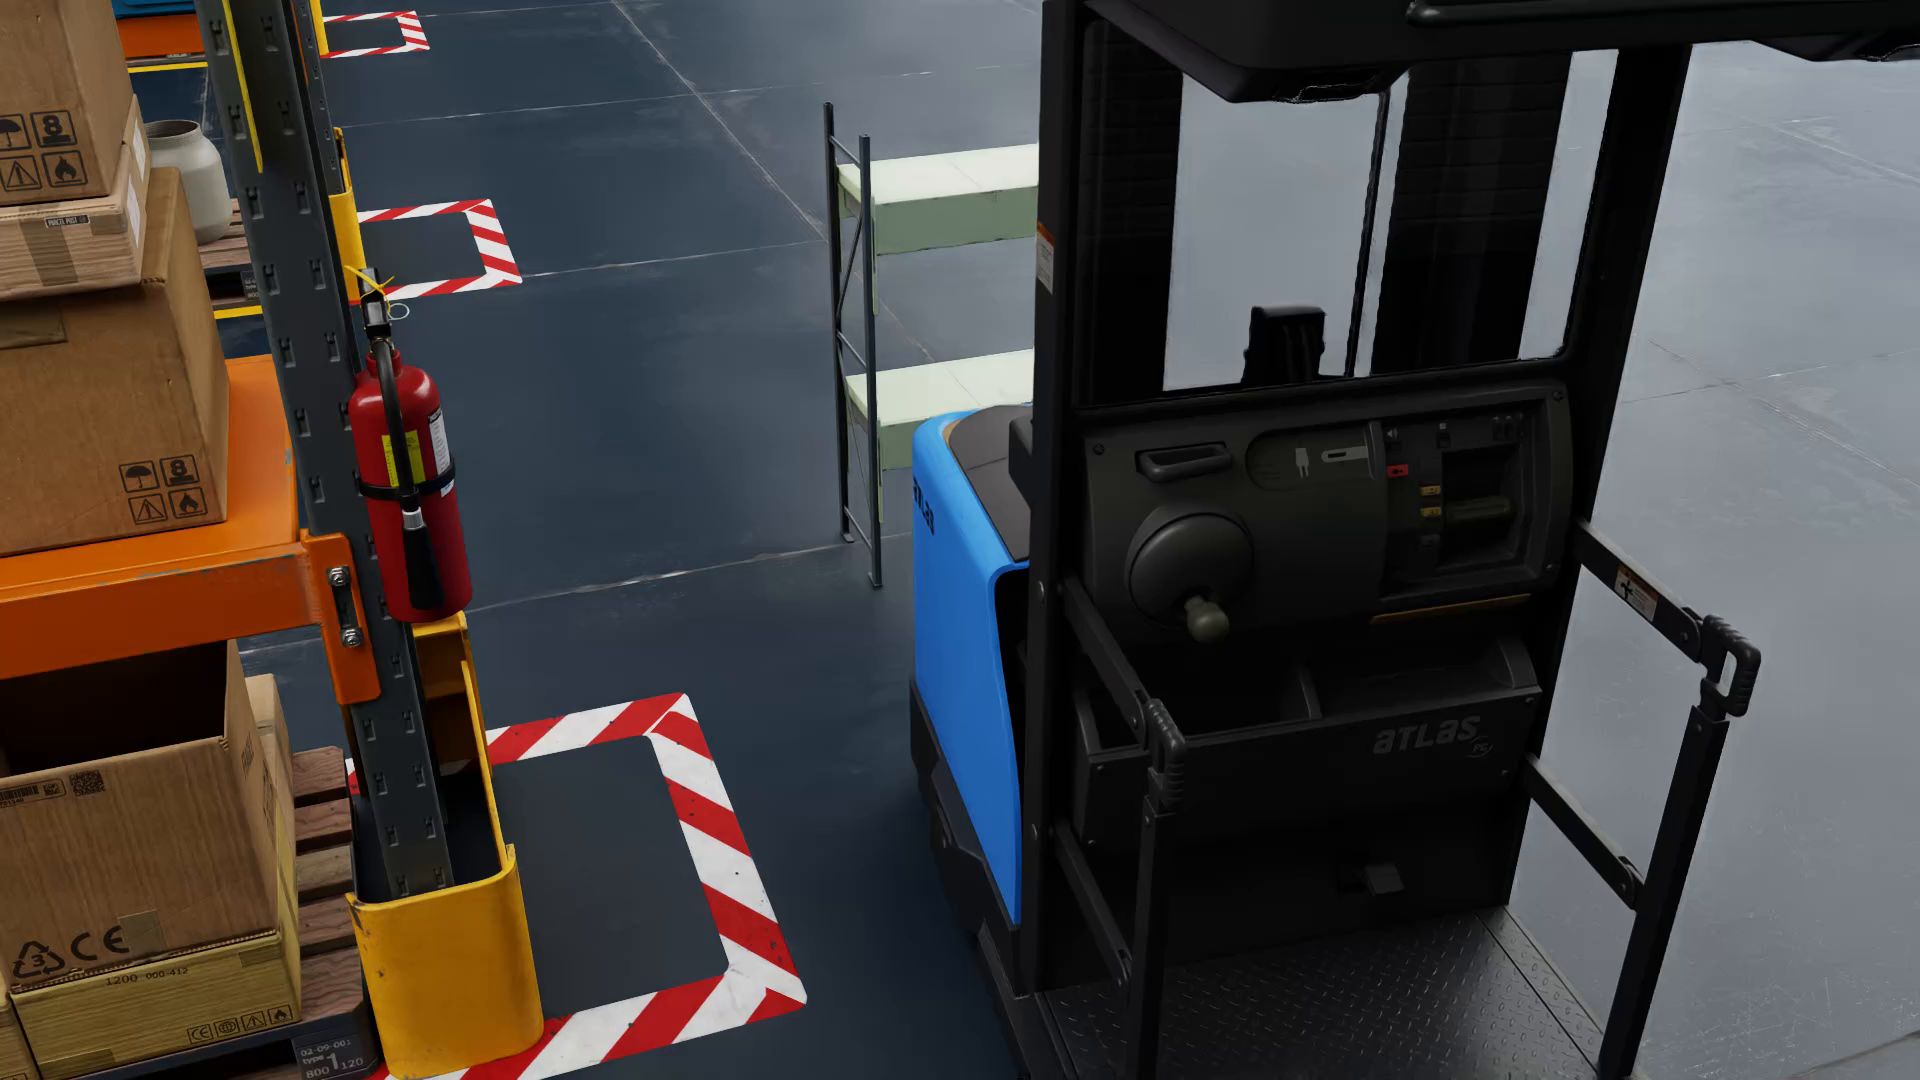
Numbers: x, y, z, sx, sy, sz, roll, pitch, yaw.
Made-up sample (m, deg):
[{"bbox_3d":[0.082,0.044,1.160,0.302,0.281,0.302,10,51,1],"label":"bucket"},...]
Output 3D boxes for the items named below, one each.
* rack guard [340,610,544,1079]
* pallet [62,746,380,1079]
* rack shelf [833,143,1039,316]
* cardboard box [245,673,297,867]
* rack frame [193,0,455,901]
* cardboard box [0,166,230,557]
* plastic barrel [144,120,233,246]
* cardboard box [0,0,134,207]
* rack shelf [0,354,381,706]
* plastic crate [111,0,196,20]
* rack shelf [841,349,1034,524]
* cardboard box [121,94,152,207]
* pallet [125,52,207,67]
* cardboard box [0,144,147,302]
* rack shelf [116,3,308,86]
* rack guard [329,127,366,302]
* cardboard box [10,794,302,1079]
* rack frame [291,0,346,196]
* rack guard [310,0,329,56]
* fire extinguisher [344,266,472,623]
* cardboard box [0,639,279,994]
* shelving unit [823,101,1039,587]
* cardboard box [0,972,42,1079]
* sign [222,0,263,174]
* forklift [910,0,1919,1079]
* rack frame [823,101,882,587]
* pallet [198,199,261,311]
[{"bbox_3d":[-1.293,0.682,4.047,0.348,0.500,1.175,-10,31,-18],"label":"rack guard"},{"bbox_3d":[-2.018,0.963,3.846,1.213,0.211,1.003,-10,31,-18],"label":"pallet"},{"bbox_3d":[0.006,-0.992,5.188,0.720,0.370,0.431,-10,31,-18],"label":"rack shelf"},{"bbox_3d":[-1.896,0.602,4.016,0.500,0.250,0.500,-10,31,-18],"label":"cardboard box"},{"bbox_3d":[-1.316,-0.400,3.421,0.127,3.000,1.000,-10,31,-18],"label":"rack frame"},{"bbox_3d":[-1.758,-0.368,3.265,0.500,0.500,0.700,-10,31,-18],"label":"cardboard box"},{"bbox_3d":[-3.630,-1.651,7.706,0.421,0.512,0.421,0,30,0],"label":"plastic barrel"},{"bbox_3d":[-1.807,-0.923,2.928,0.500,0.500,0.700,-10,31,-17],"label":"cardboard box"},{"bbox_3d":[-3.190,0.258,2.993,4.000,0.370,1.077,-10,31,-18],"label":"rack shelf"},{"bbox_3d":[-3.404,-2.408,7.097,0.616,0.251,0.499,-10,31,-18],"label":"plastic crate"},{"bbox_3d":[0.006,-0.370,5.542,0.720,0.370,0.431,-10,31,-18],"label":"rack shelf"},{"bbox_3d":[-1.759,-0.757,3.292,0.250,0.149,0.380,-11,31,-18],"label":"cardboard box"},{"bbox_3d":[-5.612,-3.648,11.939,1.213,0.211,1.003,-10,31,-18],"label":"pallet"},{"bbox_3d":[-1.607,-0.570,2.965,0.250,0.149,0.380,-11,31,-18],"label":"cardboard box"},{"bbox_3d":[-4.914,-2.040,7.028,4.000,0.370,1.077,-10,31,-18],"label":"rack shelf"},{"bbox_3d":[-3.094,-1.577,8.013,0.348,0.500,1.175,-10,31,-18],"label":"rack guard"},{"bbox_3d":[-1.715,0.842,3.595,0.500,0.250,0.500,-10,31,-18],"label":"cardboard box"},{"bbox_3d":[-3.040,-2.698,7.456,0.127,3.000,1.000,-10,31,-18],"label":"rack frame"},{"bbox_3d":[-4.838,-3.897,12.085,0.348,0.500,1.175,-10,31,-18],"label":"rack guard"},{"bbox_3d":[-1.043,-0.171,3.098,0.183,0.674,0.296,-10,31,-18],"label":"fire extinguisher"},{"bbox_3d":[-1.715,0.518,3.407,0.500,0.500,0.500,-10,31,-18],"label":"cardboard box"},{"bbox_3d":[0.006,-0.653,5.381,0.755,1.500,0.431,-10,31,-18],"label":"shelving unit"},{"bbox_3d":[-2.180,0.934,3.433,0.500,0.250,0.500,-10,31,-18],"label":"cardboard box"},{"bbox_3d":[-1.140,-0.751,2.630,0.005,0.325,0.100,-10,31,-18],"label":"sign"},{"bbox_3d":[0.725,-0.005,2.797,1.130,2.935,3.031,-7,30,-12],"label":"forklift"},{"bbox_3d":[-0.337,-0.590,5.270,0.023,1.500,0.400,-10,31,-18],"label":"rack frame"},{"bbox_3d":[-3.858,-1.314,7.843,1.213,0.211,1.003,-10,31,-18],"label":"pallet"}]
